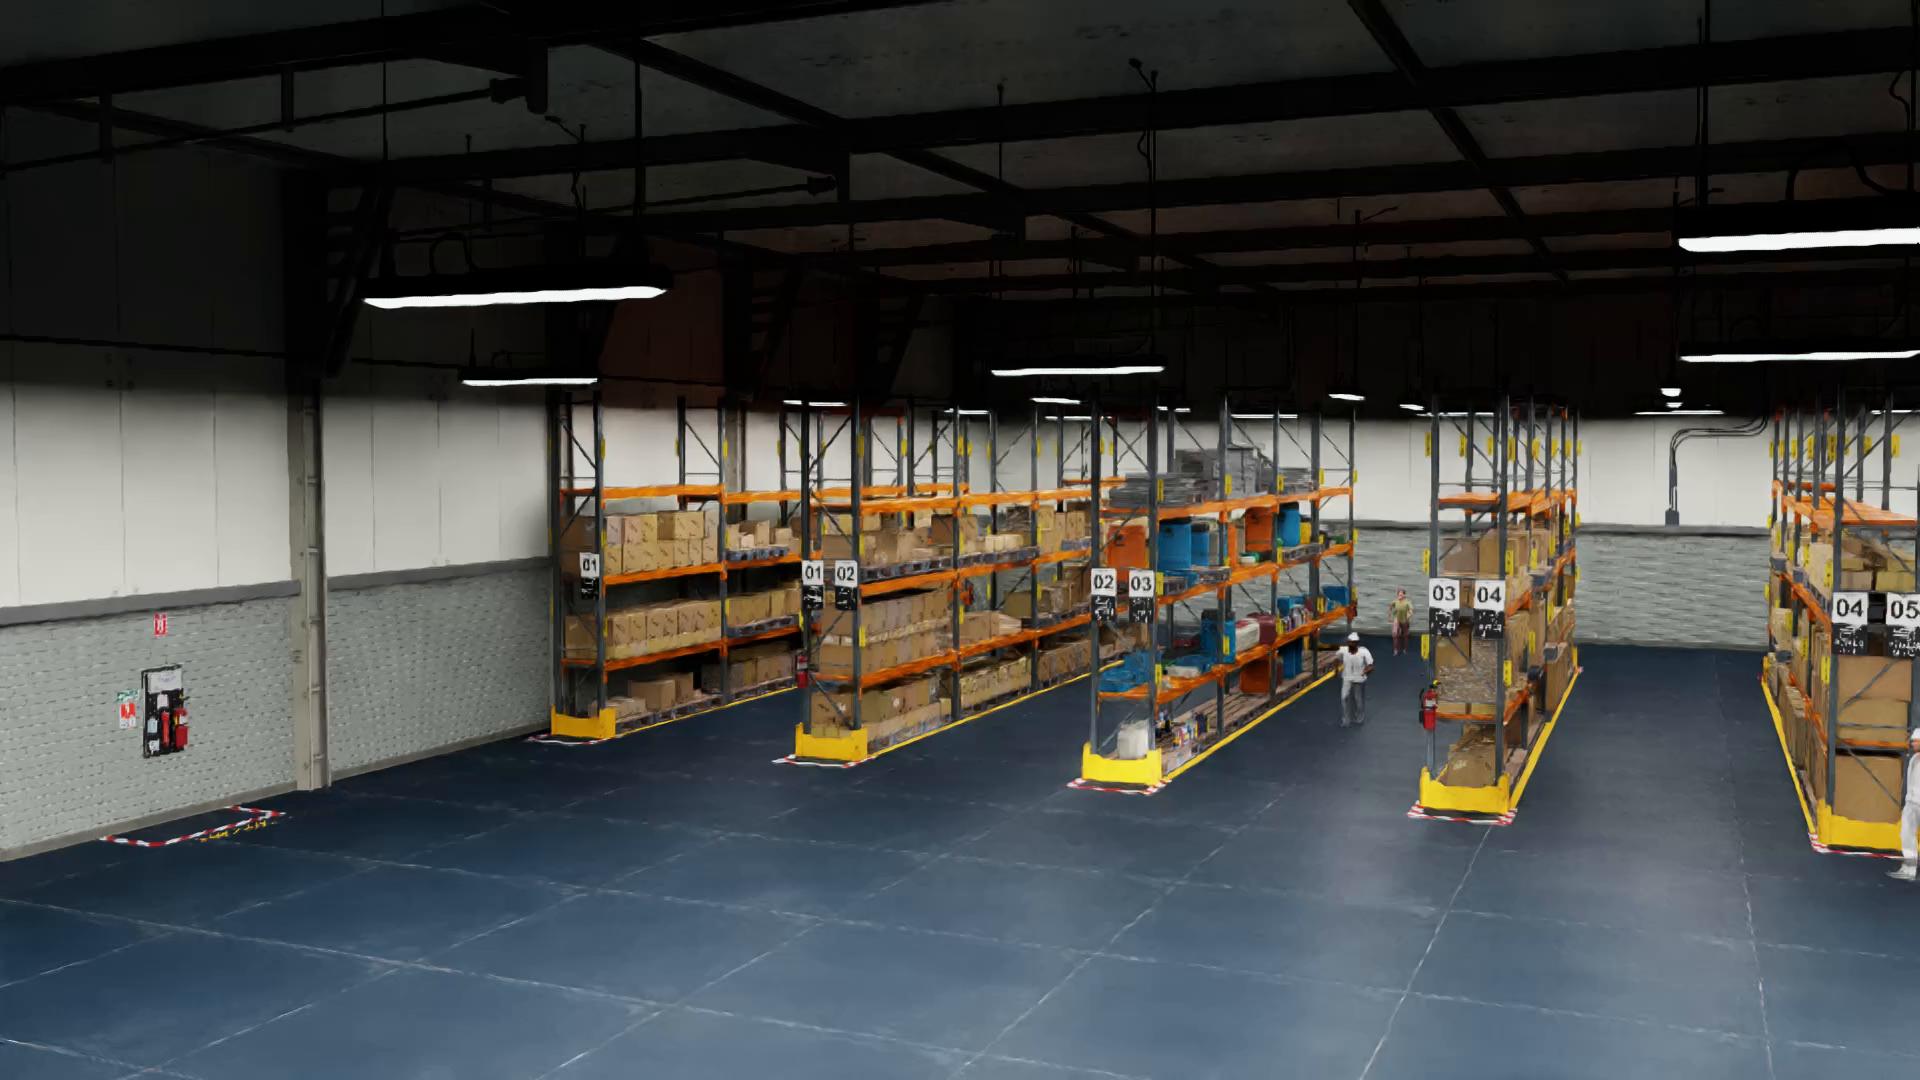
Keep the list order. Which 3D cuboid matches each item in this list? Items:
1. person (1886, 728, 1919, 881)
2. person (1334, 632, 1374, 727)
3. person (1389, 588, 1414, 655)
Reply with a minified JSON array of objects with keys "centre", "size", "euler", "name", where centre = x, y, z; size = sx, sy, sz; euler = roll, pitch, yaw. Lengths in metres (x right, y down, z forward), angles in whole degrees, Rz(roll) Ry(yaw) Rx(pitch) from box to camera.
[{"centre":[11.158,3.058,19.258],"size":[0.720,1.781,0.720],"euler":[0,3,-6],"name":"person"},{"centre":[7.096,2.494,29.986],"size":[0.731,1.690,0.881],"euler":[1,3,18],"name":"person"},{"centre":[10.716,1.969,40.395],"size":[0.608,1.608,0.770],"euler":[1,3,19],"name":"person"}]
